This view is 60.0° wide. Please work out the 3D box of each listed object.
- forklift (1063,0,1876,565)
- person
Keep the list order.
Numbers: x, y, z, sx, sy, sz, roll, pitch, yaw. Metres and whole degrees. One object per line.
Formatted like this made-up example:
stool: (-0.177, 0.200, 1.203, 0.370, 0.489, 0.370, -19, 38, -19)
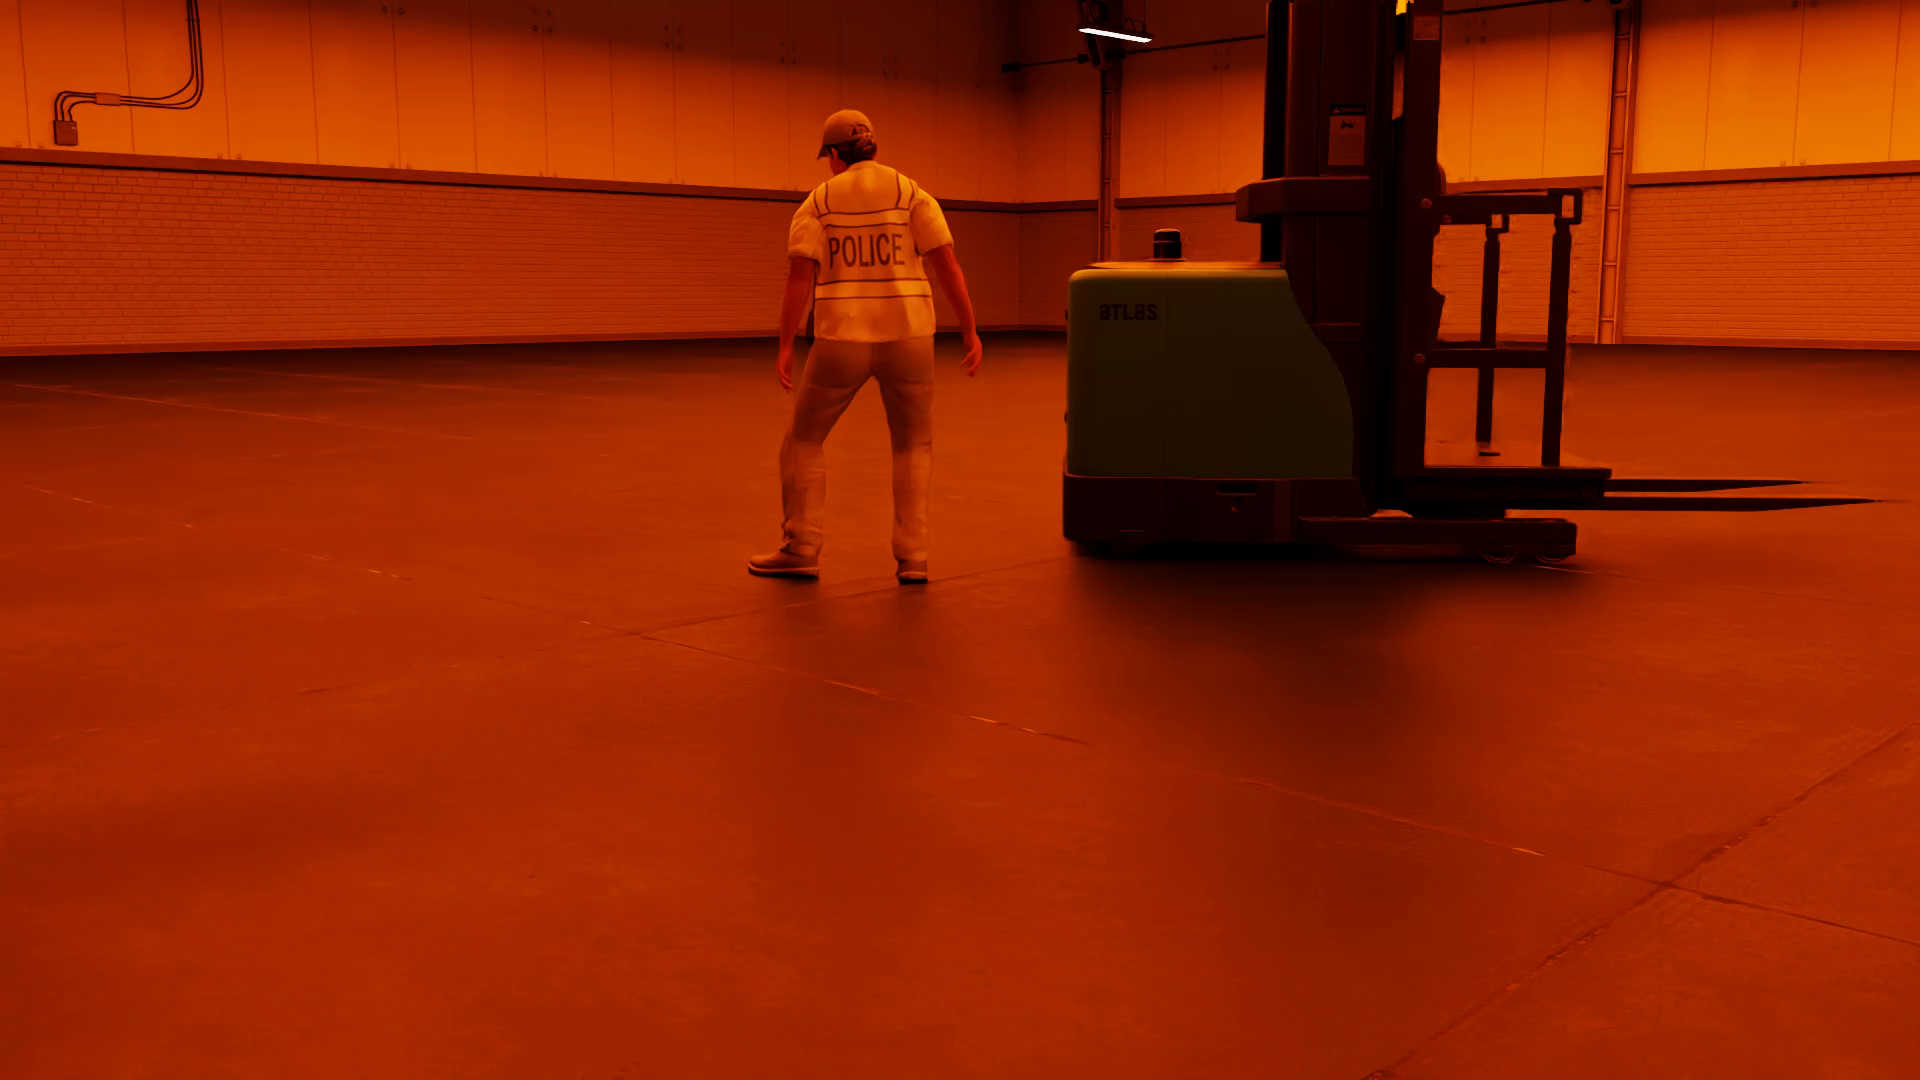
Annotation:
forklift: (1.931, -1.440, 6.440, 3.031, 2.935, 1.130, 1, 9, 3)
person: (-0.341, -0.669, 5.806, 0.830, 1.639, 0.473, 0, 9, -2)
